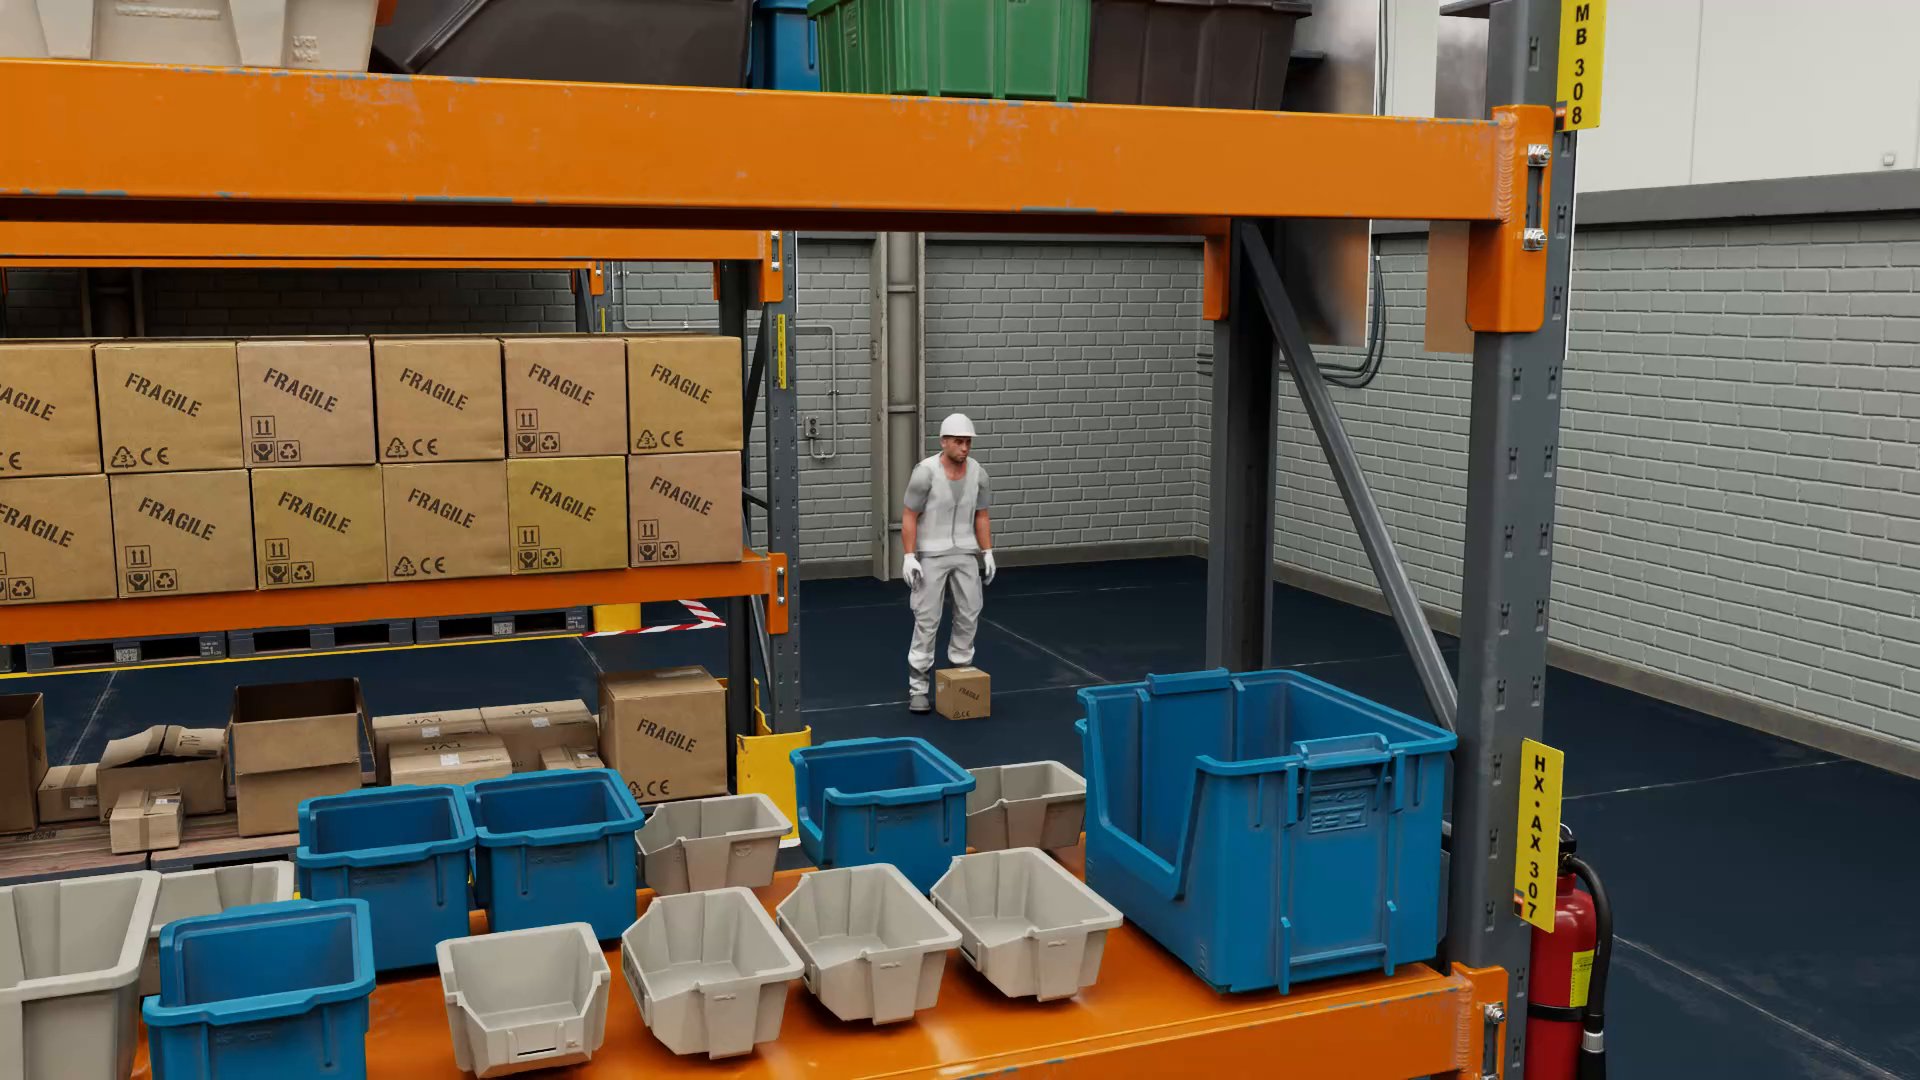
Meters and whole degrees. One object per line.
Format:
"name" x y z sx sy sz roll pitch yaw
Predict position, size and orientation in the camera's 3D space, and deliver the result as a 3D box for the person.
"person" -0.063 0.126 9.993 0.617 1.778 0.453 -4 10 -24
